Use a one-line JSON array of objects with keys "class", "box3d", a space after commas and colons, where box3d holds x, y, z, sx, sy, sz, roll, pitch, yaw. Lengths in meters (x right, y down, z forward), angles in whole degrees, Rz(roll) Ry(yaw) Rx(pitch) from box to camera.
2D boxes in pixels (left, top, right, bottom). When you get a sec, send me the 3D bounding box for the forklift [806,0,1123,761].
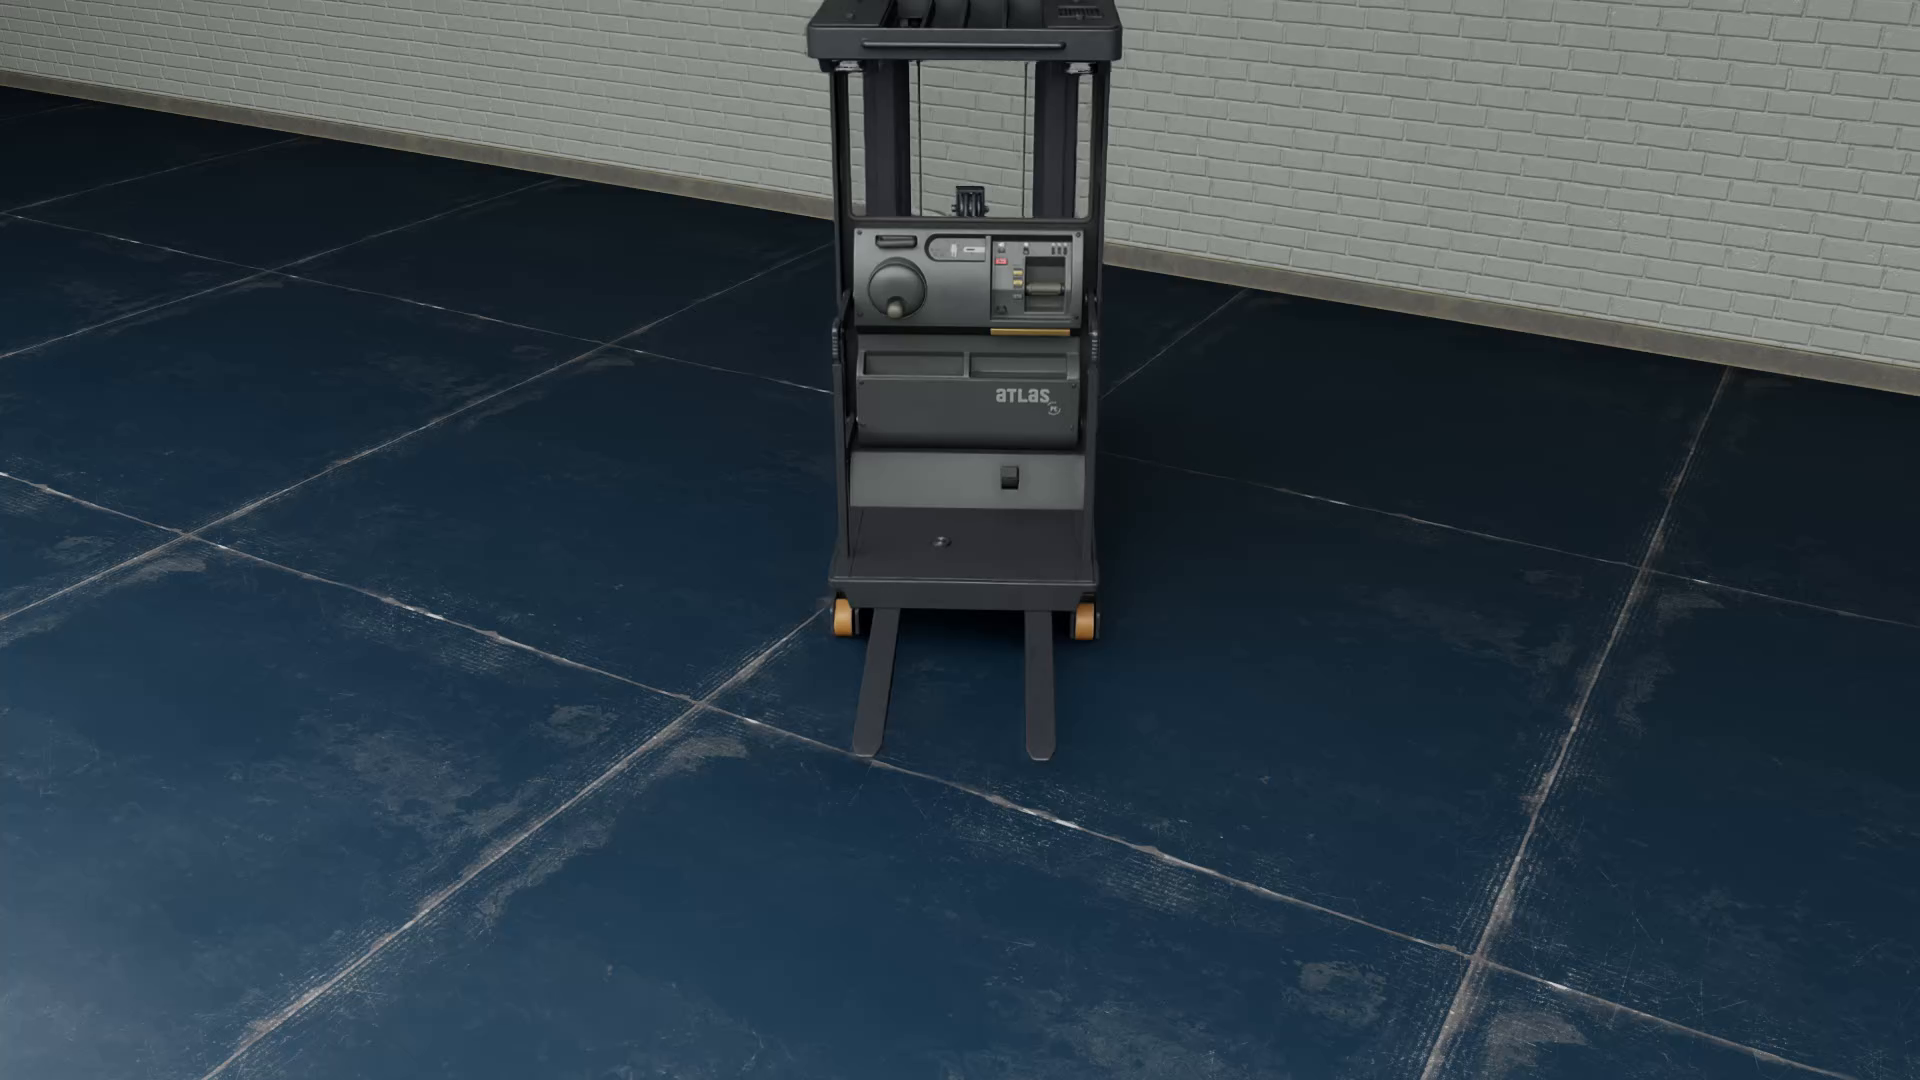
[{"class": "forklift", "box3d": [0.029, -1.036, 6.544, 1.130, 2.935, 3.031, 1, 27, 2]}]
